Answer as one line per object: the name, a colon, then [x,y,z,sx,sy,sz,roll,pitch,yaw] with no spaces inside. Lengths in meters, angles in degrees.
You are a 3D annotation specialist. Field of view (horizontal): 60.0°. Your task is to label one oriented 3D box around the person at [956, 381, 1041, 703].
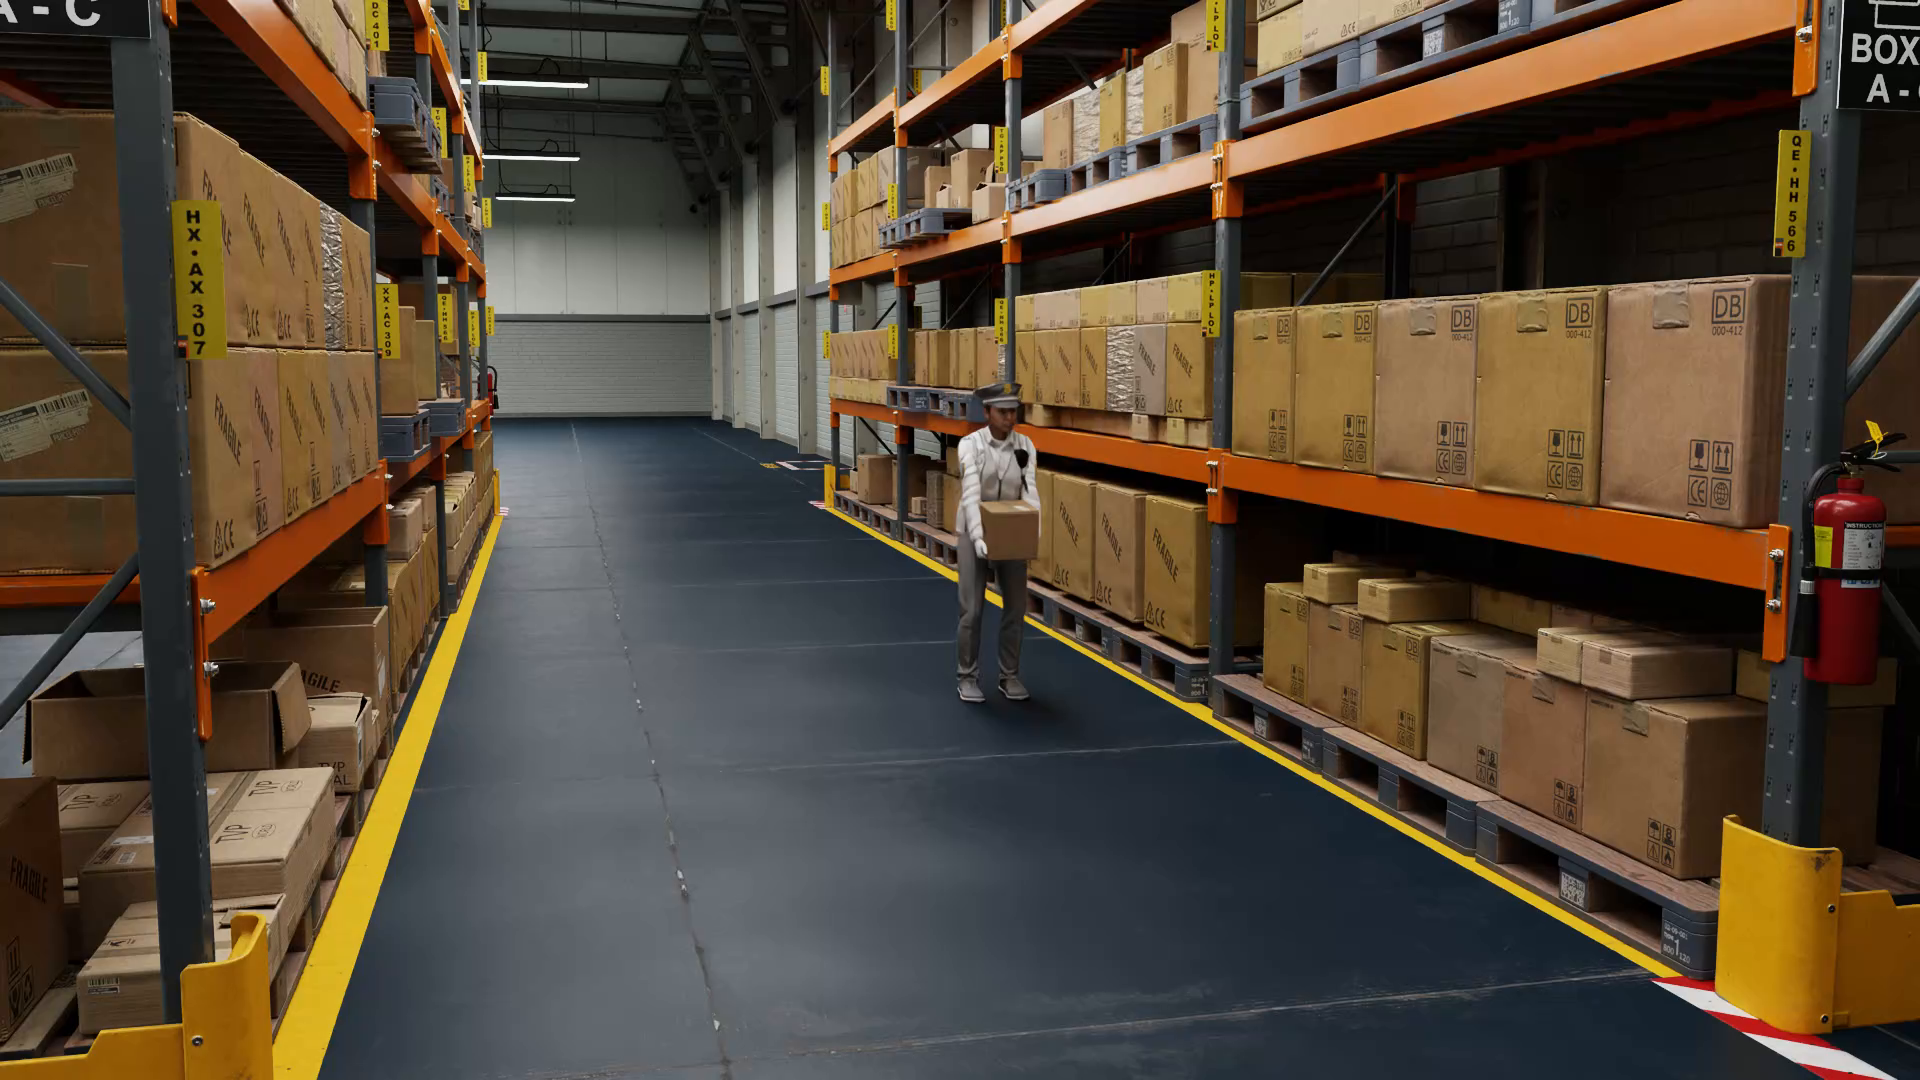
person: [0.202,0.014,8.602,0.417,1.663,0.544,-2,6,-15]
